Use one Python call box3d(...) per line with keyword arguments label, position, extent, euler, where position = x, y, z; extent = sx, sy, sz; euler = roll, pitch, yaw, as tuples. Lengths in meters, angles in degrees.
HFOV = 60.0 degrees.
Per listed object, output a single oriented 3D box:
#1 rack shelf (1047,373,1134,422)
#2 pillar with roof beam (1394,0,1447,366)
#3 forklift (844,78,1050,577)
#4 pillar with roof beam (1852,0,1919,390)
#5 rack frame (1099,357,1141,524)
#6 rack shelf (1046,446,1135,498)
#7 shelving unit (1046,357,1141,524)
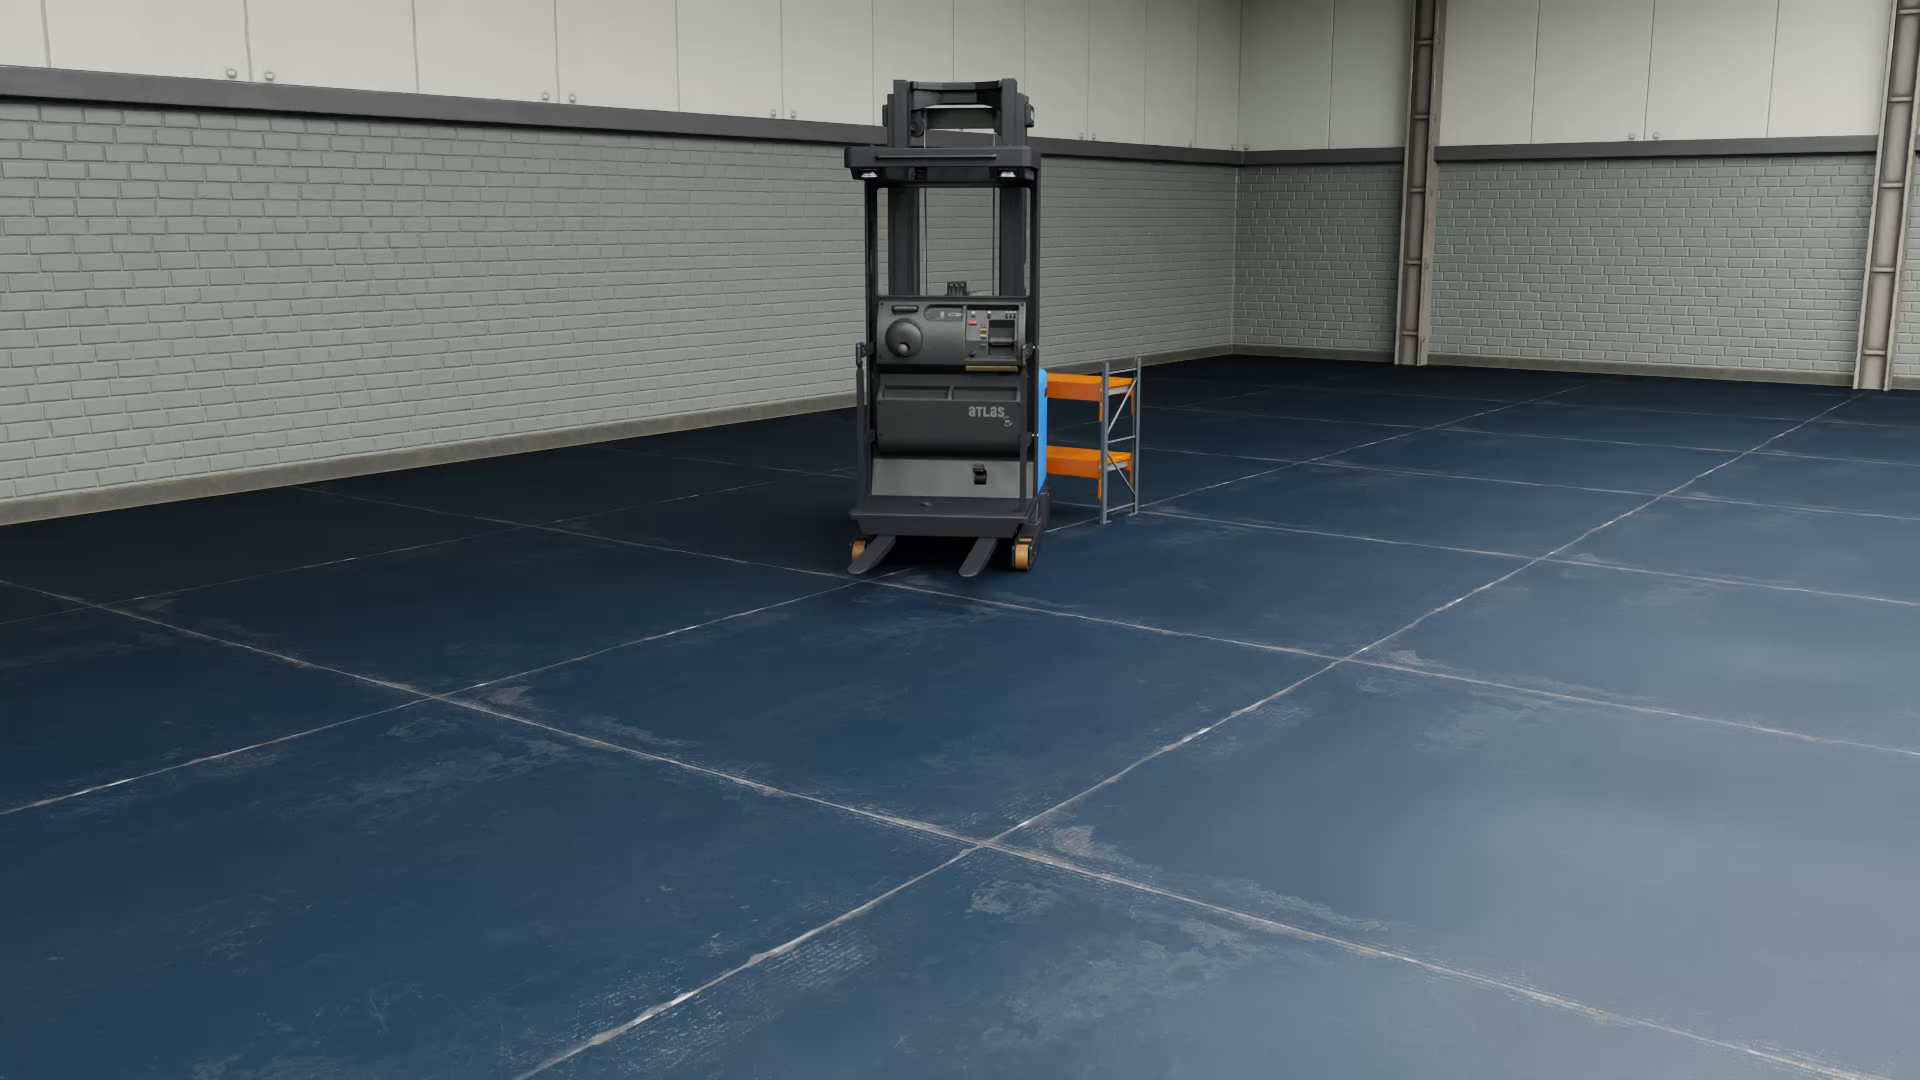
box3d(label="rack shelf", position=(0.710, -1.046, 11.936), extent=(1.000, 0.278, 0.538), euler=(7, 13, 34))
box3d(label="pillar with roof beam", position=(4.048, -6.332, 20.069), extent=(0.400, 9.000, 9.100), euler=(8, 13, 36))
box3d(label="forklift", position=(-0.079, -1.321, 10.142), extent=(1.130, 2.935, 3.031), euler=(1, 11, 7))
box3d(label="pillar with roof beam", position=(8.884, -5.658, 16.583), extent=(0.400, 9.000, 9.100), euler=(8, 13, 36))
box3d(label="rack frame", position=(1.129, -0.704, 11.709), extent=(0.032, 1.125, 0.500), euler=(7, 13, 34))
box3d(label="rack shelf", position=(0.710, -0.519, 12.038), extent=(1.000, 0.278, 0.538), euler=(7, 13, 34))
box3d(label="shelving unit", position=(0.710, -0.759, 11.992), extent=(1.048, 1.125, 0.538), euler=(7, 13, 34))
